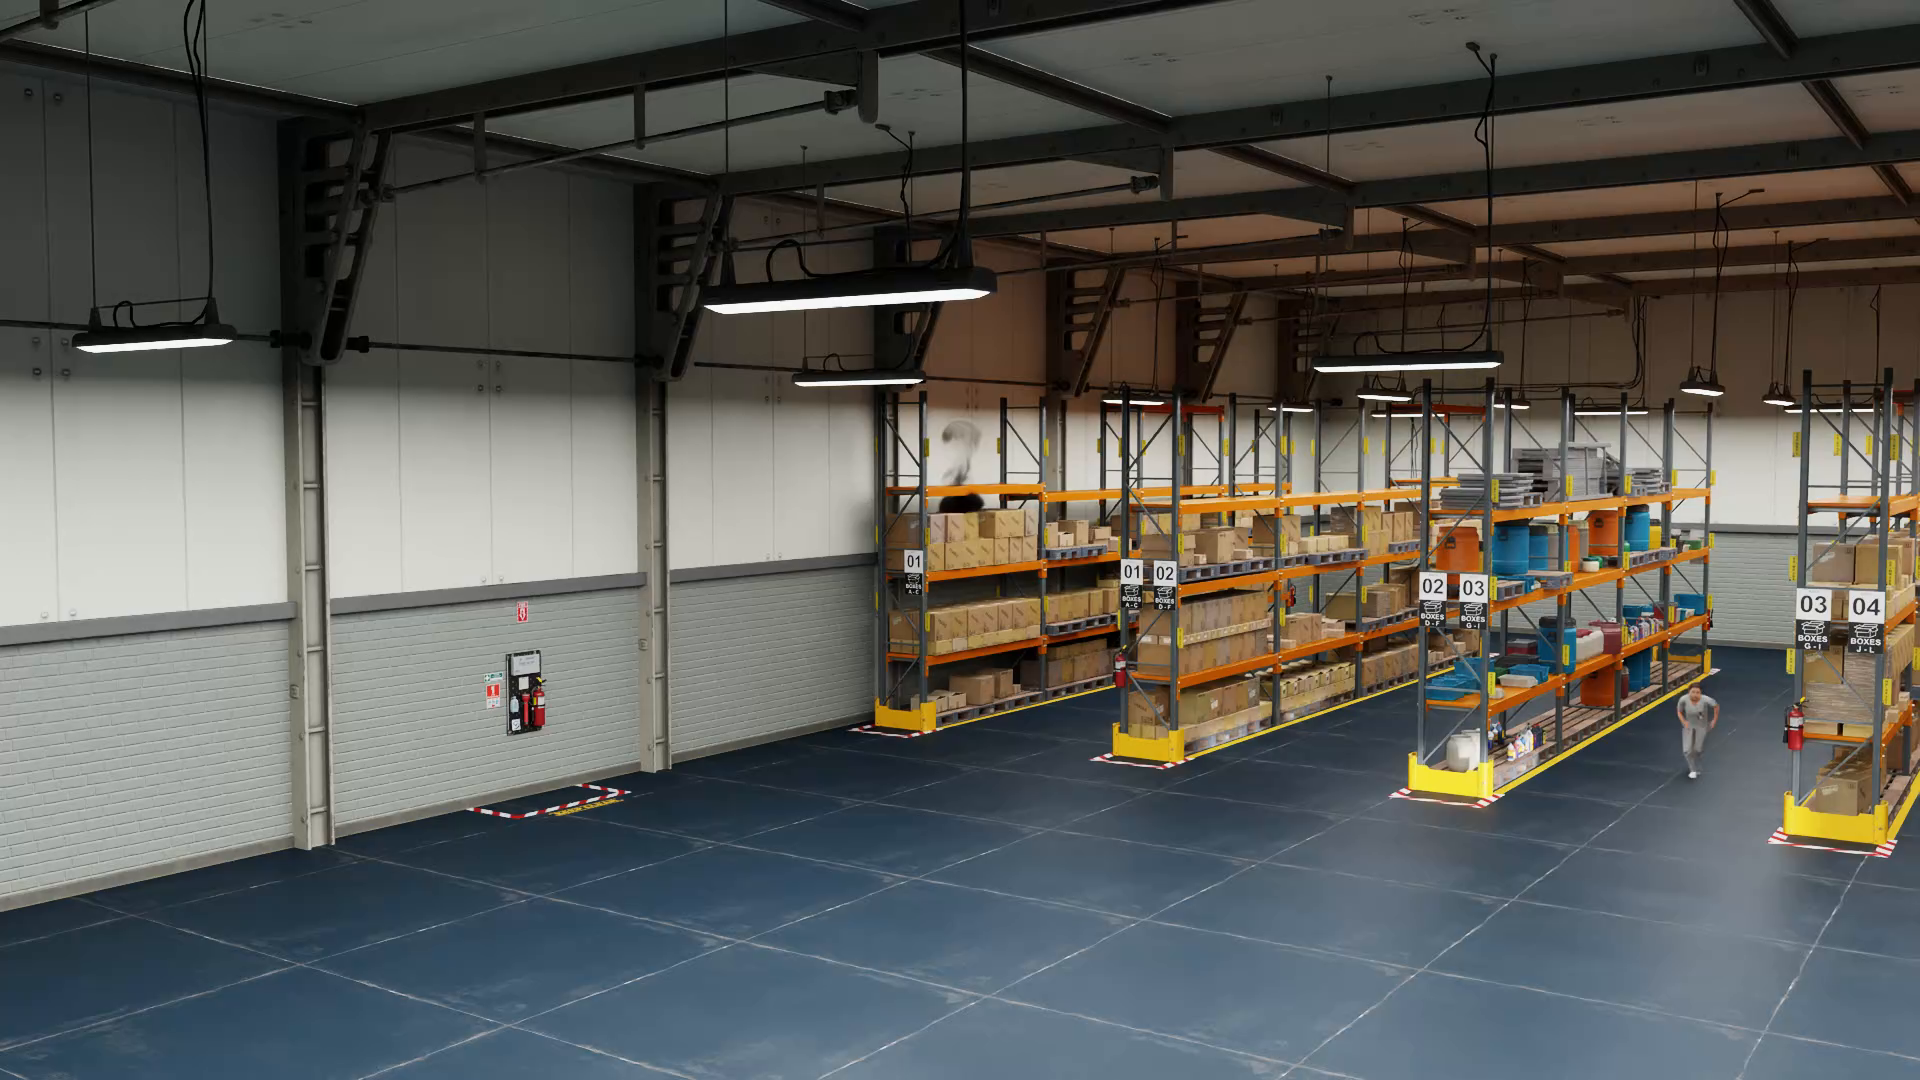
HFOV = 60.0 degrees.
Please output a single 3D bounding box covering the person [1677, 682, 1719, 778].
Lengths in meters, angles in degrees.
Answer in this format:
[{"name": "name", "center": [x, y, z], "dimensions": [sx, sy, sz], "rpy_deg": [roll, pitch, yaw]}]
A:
[{"name": "person", "center": [11.188, 2.867, 25.213], "dimensions": [0.578, 1.498, 0.806], "rpy_deg": [2, 4, 27]}]
